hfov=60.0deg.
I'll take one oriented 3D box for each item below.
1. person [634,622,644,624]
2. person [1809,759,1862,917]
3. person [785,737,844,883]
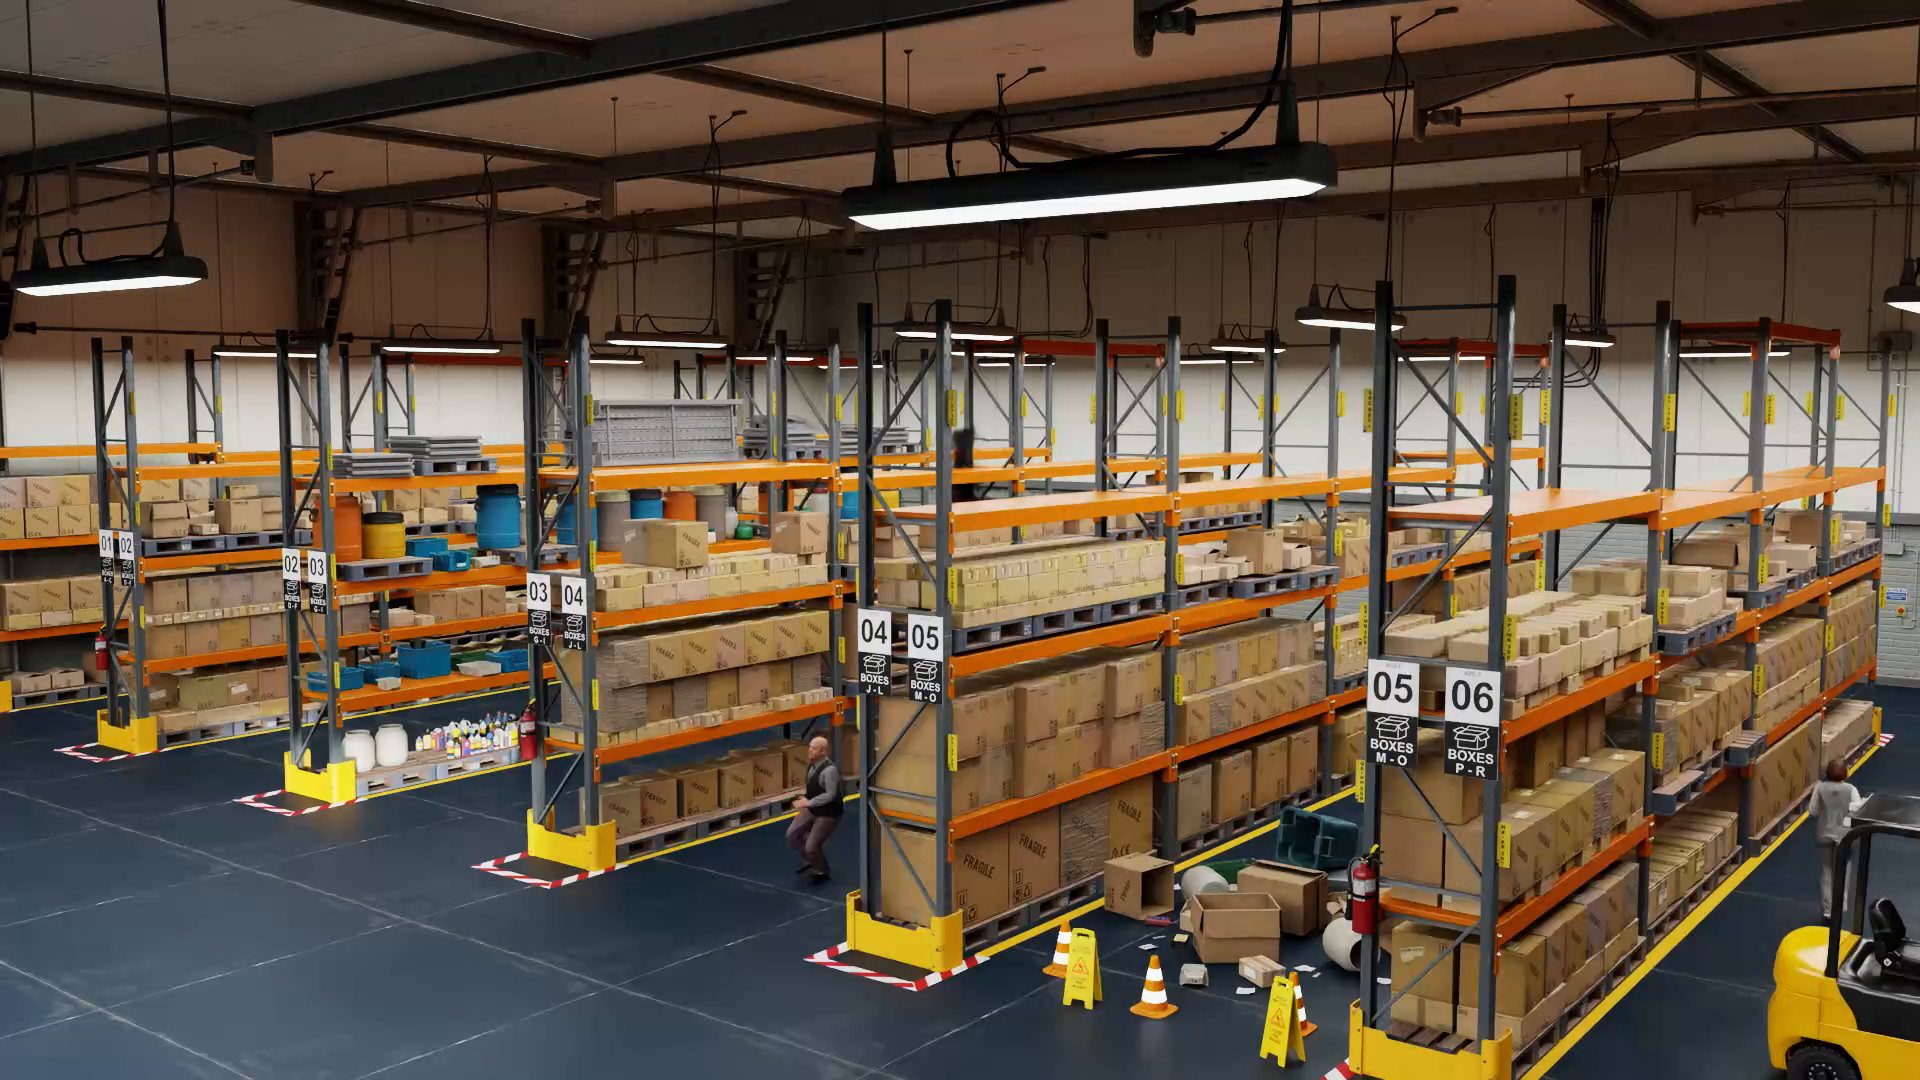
[{"bbox_3d":[-5.644,1.816,29.036,0.558,1.669,0.703,3,6,27],"label":"person"},{"bbox_3d":[8.700,2.935,16.483,0.532,1.563,0.613,3,6,29],"label":"person"},{"bbox_3d":[-1.552,2.848,17.459,0.640,1.617,0.839,-4,6,-38],"label":"person"}]
